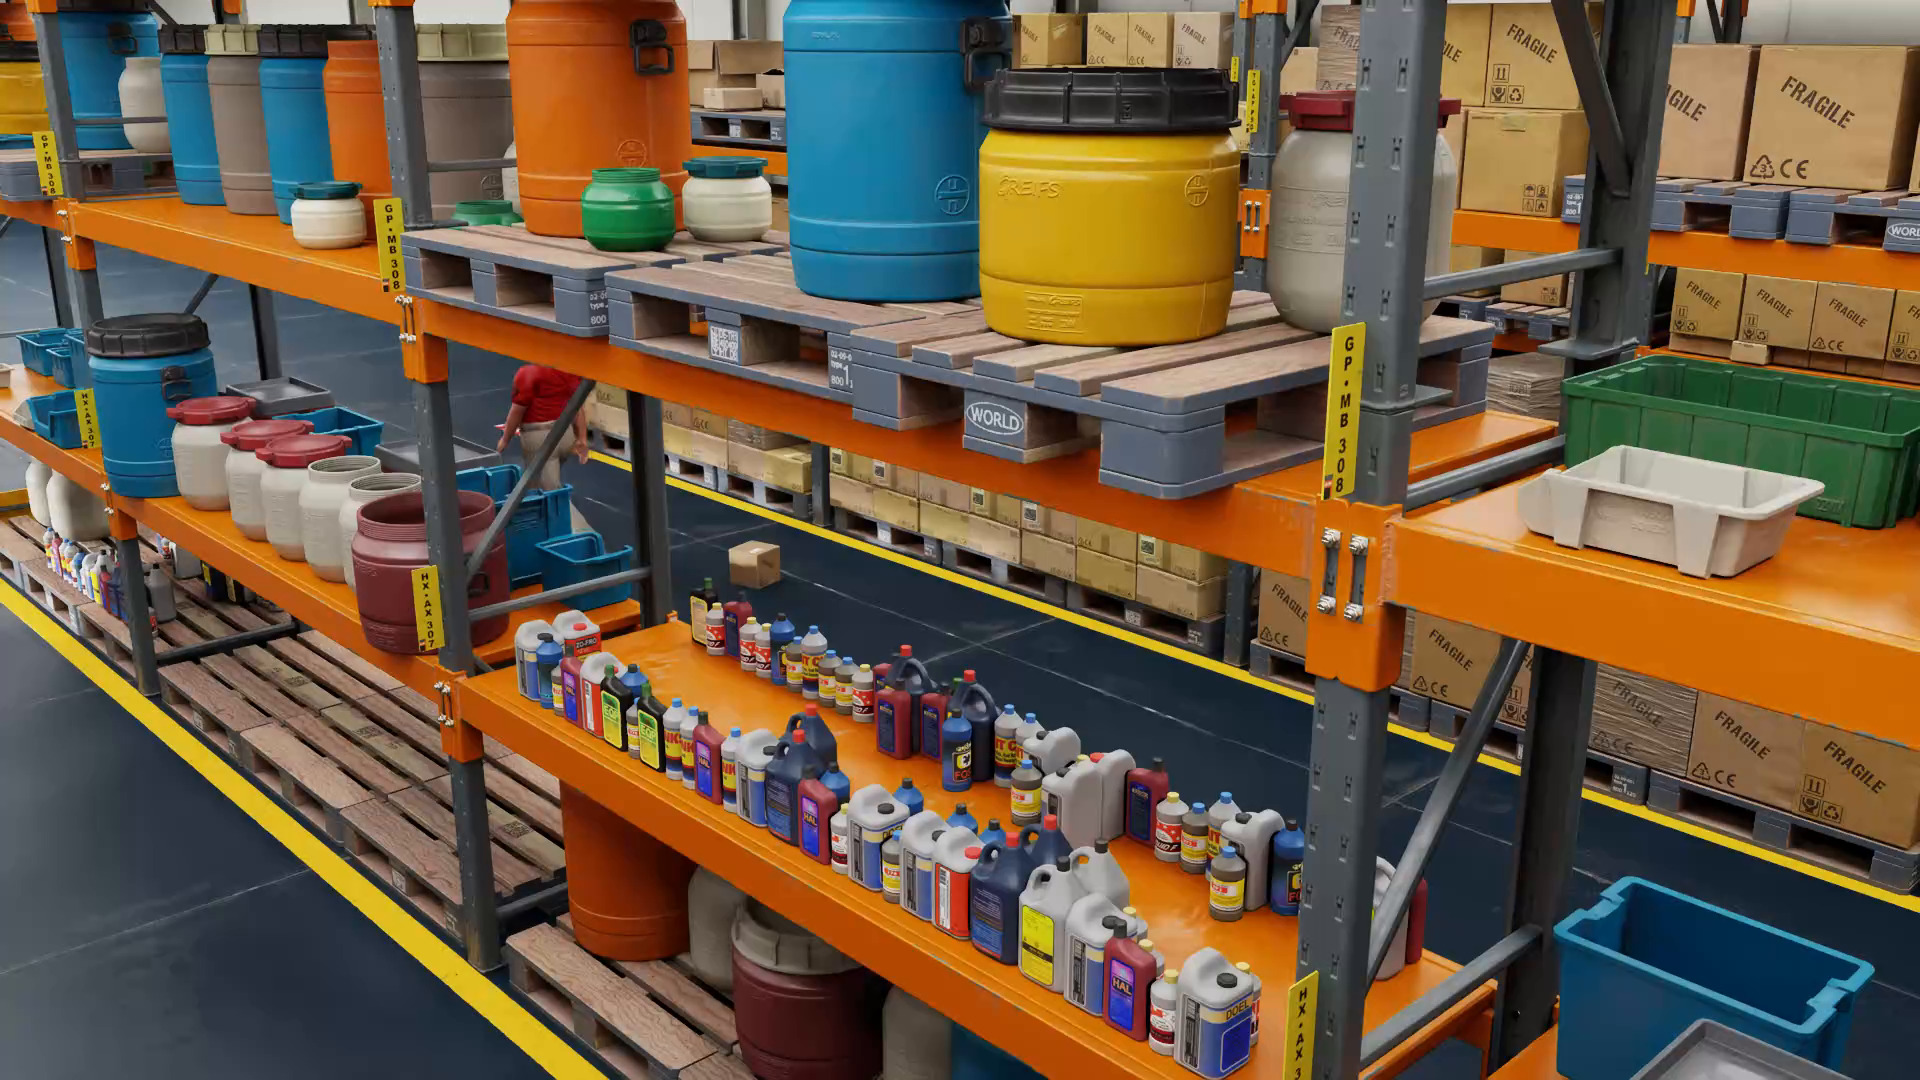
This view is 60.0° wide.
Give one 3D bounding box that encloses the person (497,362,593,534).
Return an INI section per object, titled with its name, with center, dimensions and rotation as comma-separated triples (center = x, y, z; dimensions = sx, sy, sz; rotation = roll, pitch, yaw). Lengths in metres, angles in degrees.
[person]
center = -2.956, -0.706, 11.851
dimensions = 1.030, 1.679, 0.542
rotation = 10, 20, 29
